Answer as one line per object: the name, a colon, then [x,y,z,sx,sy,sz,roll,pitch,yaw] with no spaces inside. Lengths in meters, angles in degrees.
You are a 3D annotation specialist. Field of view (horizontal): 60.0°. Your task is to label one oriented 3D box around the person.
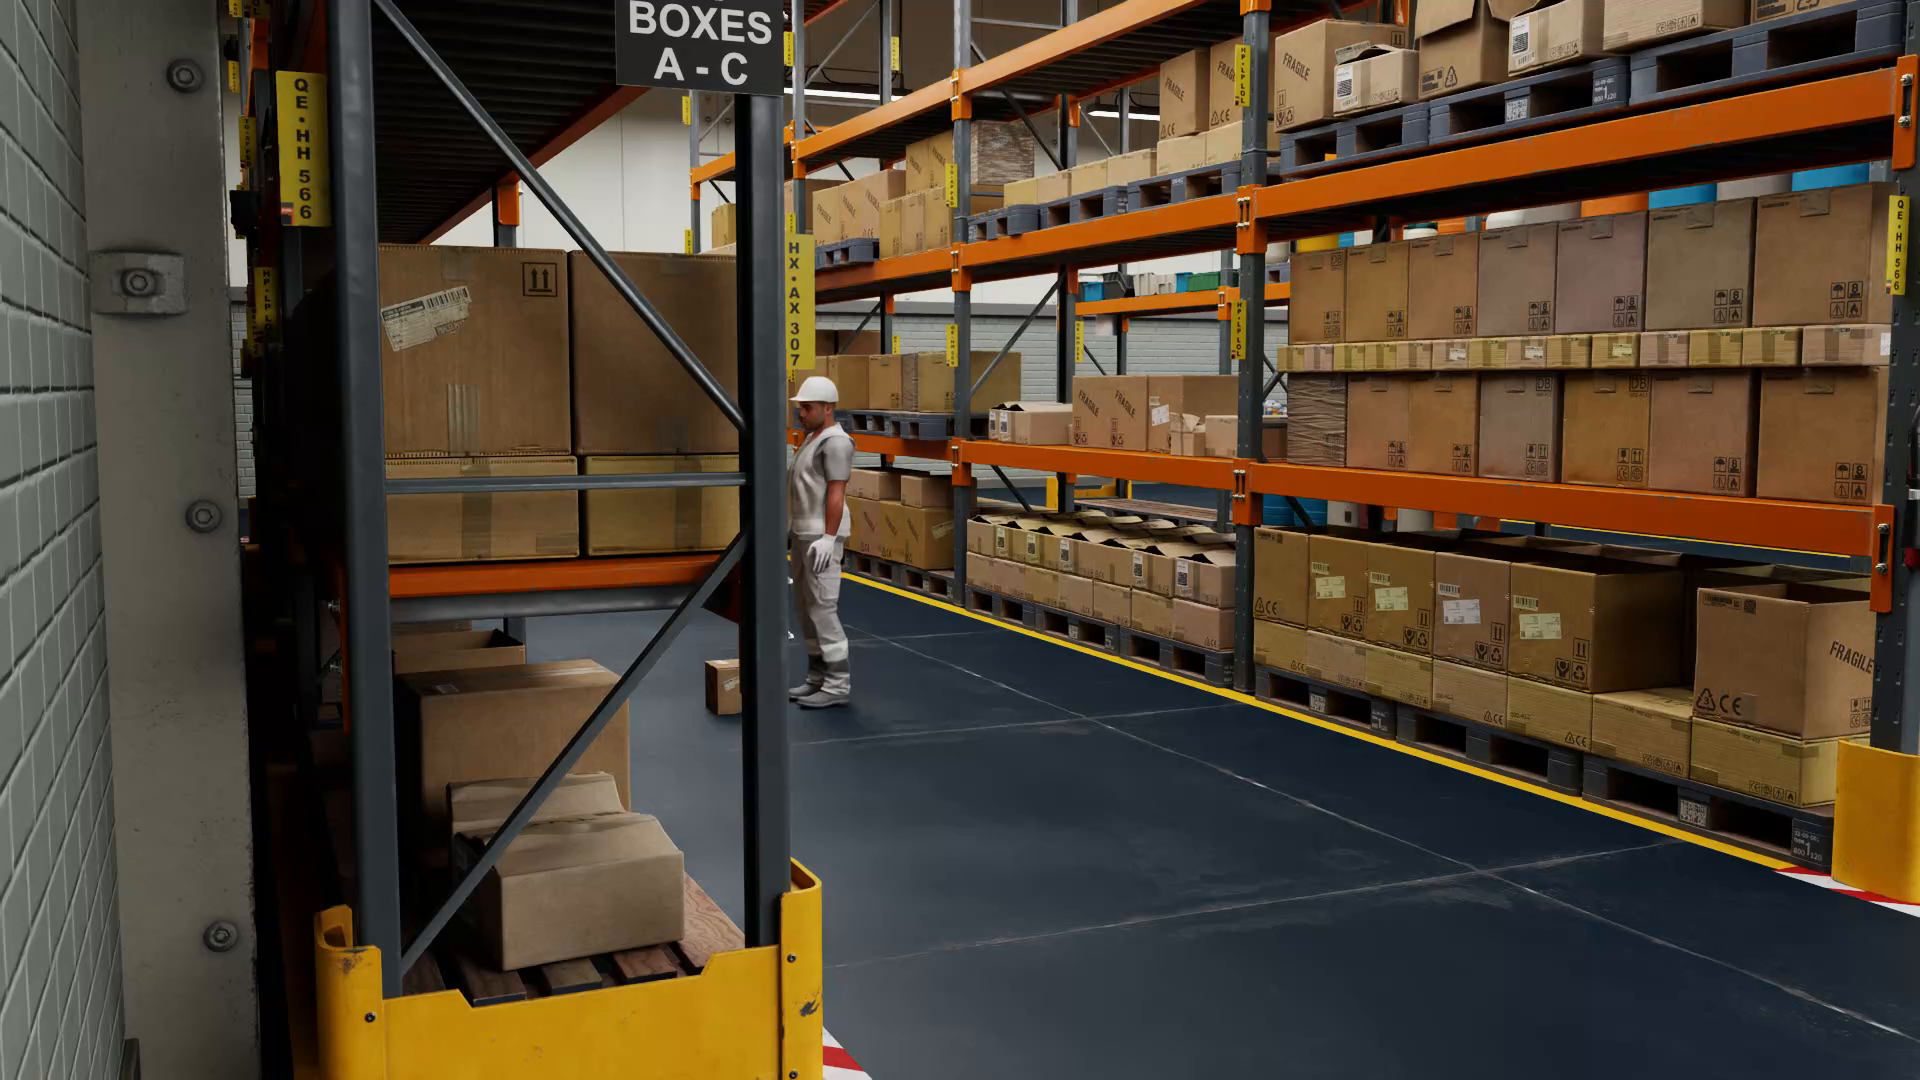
person: [-0.766,0.006,9.036,0.344,1.780,0.527,-2,6,-23]
